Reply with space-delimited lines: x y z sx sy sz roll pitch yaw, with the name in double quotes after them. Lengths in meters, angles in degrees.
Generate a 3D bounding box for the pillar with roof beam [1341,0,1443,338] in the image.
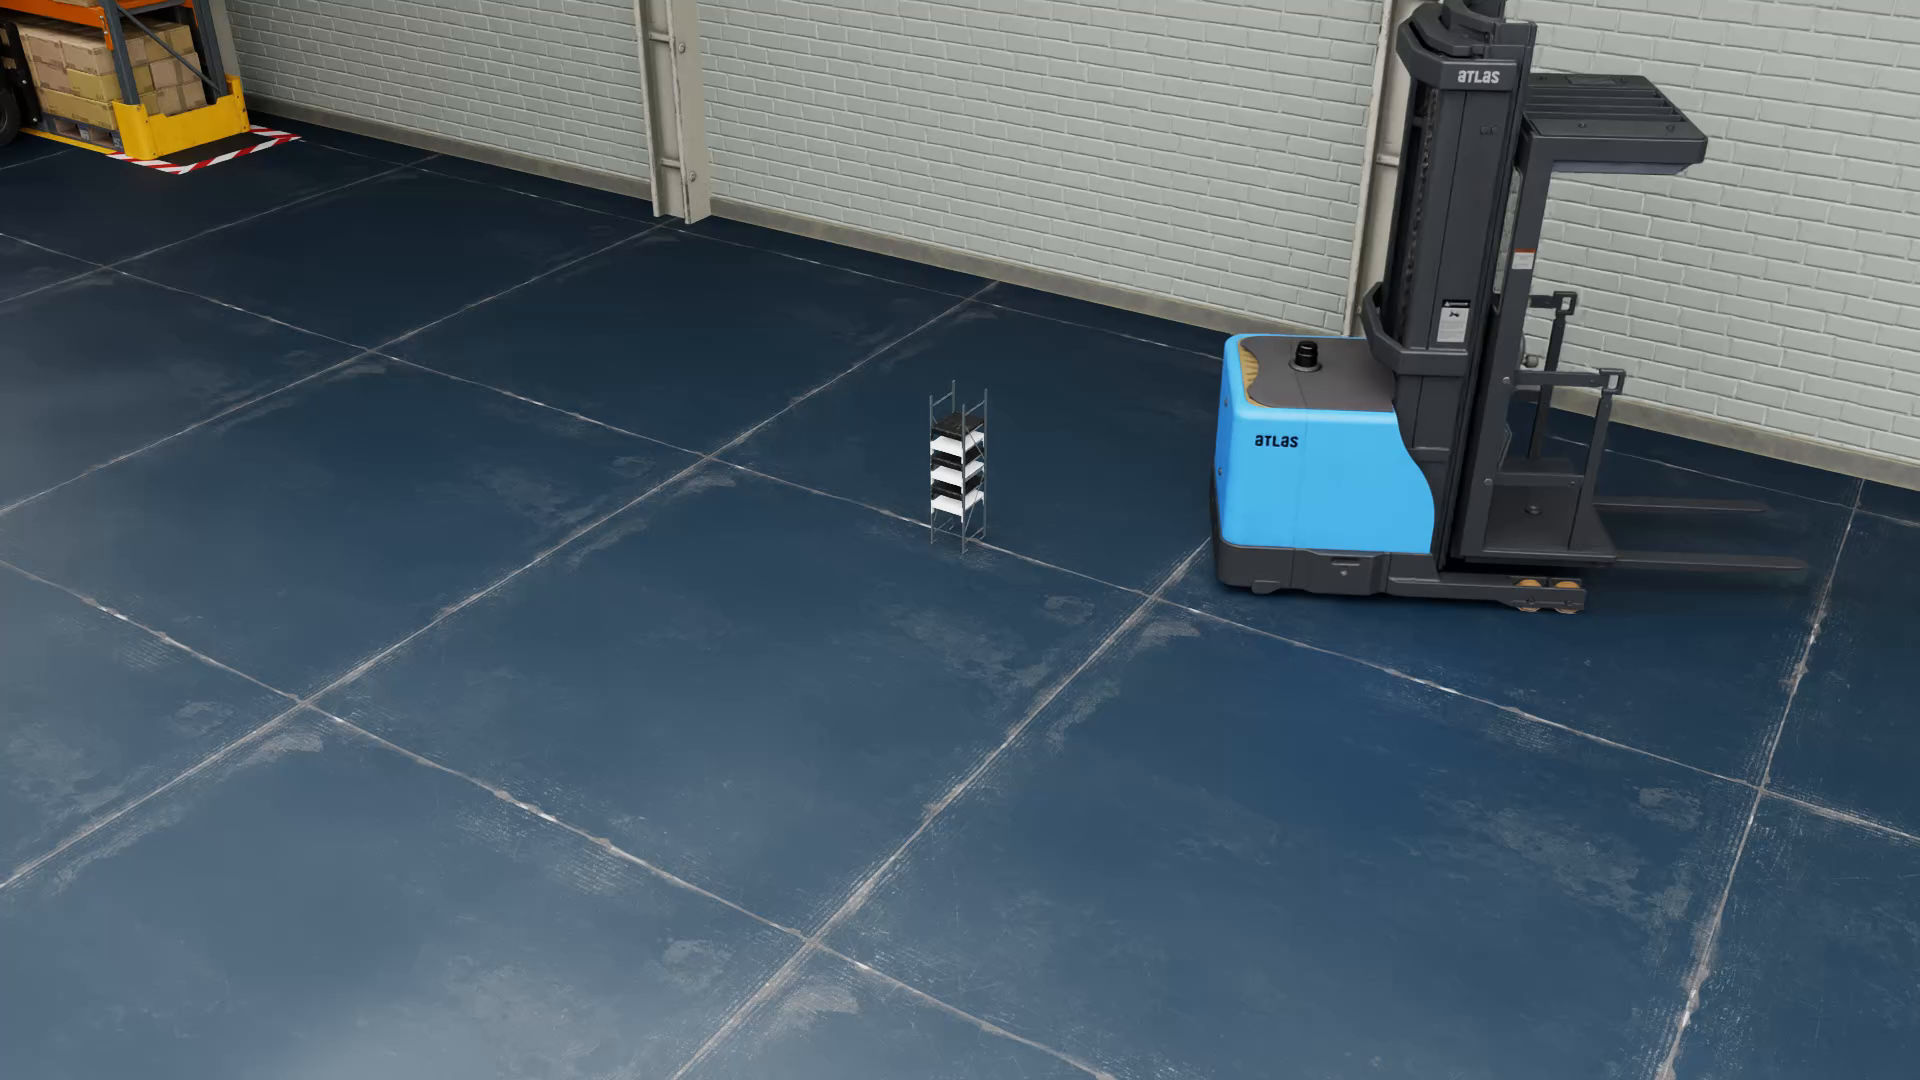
0.479 -3.166 5.746 0.400 9.000 9.100 18 35 27 "pillar with roof beam"

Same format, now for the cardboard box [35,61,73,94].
-8.283 -4.401 15.633 0.500 0.250 0.500 17 34 27 "cardboard box"

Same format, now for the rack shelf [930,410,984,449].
-0.007 -0.595 8.908 0.200 0.077 0.258 18 35 27 "rack shelf"

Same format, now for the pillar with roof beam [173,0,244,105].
-9.685 -6.380 11.256 0.400 9.000 9.100 18 35 27 "pillar with roof beam"

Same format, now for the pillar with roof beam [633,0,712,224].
-4.603 -4.773 8.501 0.400 9.000 9.100 18 35 27 "pillar with roof beam"

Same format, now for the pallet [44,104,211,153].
-7.956 -4.038 15.962 1.213 0.211 1.003 18 35 27 "pallet"

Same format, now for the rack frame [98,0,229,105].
-7.286 -5.055 14.939 0.127 3.000 1.000 18 35 27 "rack frame"

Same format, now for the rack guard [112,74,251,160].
-7.266 -3.969 15.557 0.348 0.500 1.175 18 35 27 "rack guard"

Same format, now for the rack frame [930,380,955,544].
-0.093 -0.418 9.074 0.006 0.900 0.240 18 35 27 "rack frame"

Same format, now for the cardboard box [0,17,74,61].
-8.710 -4.736 15.712 0.500 0.250 0.500 18 35 28 "cardboard box"

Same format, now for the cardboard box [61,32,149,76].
-7.842 -4.471 15.257 0.500 0.250 0.500 19 35 29 "cardboard box"

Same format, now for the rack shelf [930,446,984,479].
-0.007 -0.440 8.998 0.200 0.077 0.258 18 35 27 "rack shelf"

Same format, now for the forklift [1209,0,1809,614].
2.899 -1.166 8.339 3.031 2.935 1.130 2 30 4 "forklift"

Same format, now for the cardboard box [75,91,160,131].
-7.852 -4.040 15.510 0.500 0.250 0.500 18 35 28 "cardboard box"

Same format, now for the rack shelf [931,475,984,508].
-0.007 -0.284 9.089 0.200 0.077 0.258 18 35 27 "rack shelf"

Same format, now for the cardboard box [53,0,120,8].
-7.842 -5.118 14.947 0.500 0.500 0.500 17 34 26 "cardboard box"

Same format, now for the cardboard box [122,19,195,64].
-7.592 -4.690 15.633 0.500 0.250 0.500 17 34 27 "cardboard box"

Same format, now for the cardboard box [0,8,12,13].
-9.576 -5.019 16.196 0.500 0.250 0.500 19 35 29 "cardboard box"

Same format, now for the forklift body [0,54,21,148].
-9.862 -4.418 14.688 1.214 2.155 2.313 18 35 27 "forklift body"

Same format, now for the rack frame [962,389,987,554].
0.079 -0.364 8.980 0.006 0.900 0.240 18 35 27 "rack frame"

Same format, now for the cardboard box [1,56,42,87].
-8.732 -4.530 15.854 0.500 0.250 0.500 17 34 26 "cardboard box"

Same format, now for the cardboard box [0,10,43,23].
-9.135 -4.875 15.950 0.500 0.250 0.500 17 34 26 "cardboard box"

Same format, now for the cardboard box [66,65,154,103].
-7.864 -4.262 15.394 0.500 0.250 0.500 17 34 27 "cardboard box"

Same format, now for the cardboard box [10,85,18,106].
-9.139 -4.445 16.204 0.500 0.250 0.500 19 35 29 "cardboard box"

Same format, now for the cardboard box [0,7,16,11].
-9.296 -5.233 16.562 0.500 0.250 0.500 18 35 28 "cardboard box"

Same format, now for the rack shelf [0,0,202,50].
-8.980 -5.280 16.038 4.000 0.370 1.077 18 35 27 "rack shelf"

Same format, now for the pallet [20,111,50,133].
-8.985 -4.365 16.523 1.213 0.211 1.003 18 35 27 "pallet"

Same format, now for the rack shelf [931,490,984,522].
-0.007 -0.207 9.134 0.200 0.077 0.258 18 35 27 "rack shelf"

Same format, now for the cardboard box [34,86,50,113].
-8.687 -4.315 15.982 0.500 0.250 0.500 18 35 28 "cardboard box"

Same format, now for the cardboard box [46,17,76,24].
-8.435 -4.961 16.097 0.500 0.250 0.500 17 34 27 "cardboard box"

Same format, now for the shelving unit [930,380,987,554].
-0.007 -0.391 9.027 0.210 0.900 0.258 18 35 27 "shelving unit"

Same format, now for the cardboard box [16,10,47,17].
-8.866 -5.101 16.337 0.500 0.250 0.500 17 34 26 "cardboard box"

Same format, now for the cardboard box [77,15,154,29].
-8.018 -4.823 15.860 0.500 0.250 0.500 18 35 27 "cardboard box"

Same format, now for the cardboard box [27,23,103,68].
-8.277 -4.605 15.487 0.500 0.250 0.500 18 35 28 "cardboard box"

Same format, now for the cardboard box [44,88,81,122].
-8.268 -4.177 15.745 0.500 0.250 0.500 18 35 27 "cardboard box"

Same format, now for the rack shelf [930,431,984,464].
-0.007 -0.518 8.953 0.200 0.077 0.258 18 35 27 "rack shelf"

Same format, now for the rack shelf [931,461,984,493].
-0.007 -0.362 9.044 0.200 0.077 0.258 18 35 27 "rack shelf"

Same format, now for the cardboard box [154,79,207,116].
-7.598 -4.264 15.894 0.500 0.250 0.500 18 35 28 "cardboard box"

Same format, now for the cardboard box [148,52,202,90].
-7.574 -4.479 15.767 0.500 0.250 0.500 18 35 28 "cardboard box"
